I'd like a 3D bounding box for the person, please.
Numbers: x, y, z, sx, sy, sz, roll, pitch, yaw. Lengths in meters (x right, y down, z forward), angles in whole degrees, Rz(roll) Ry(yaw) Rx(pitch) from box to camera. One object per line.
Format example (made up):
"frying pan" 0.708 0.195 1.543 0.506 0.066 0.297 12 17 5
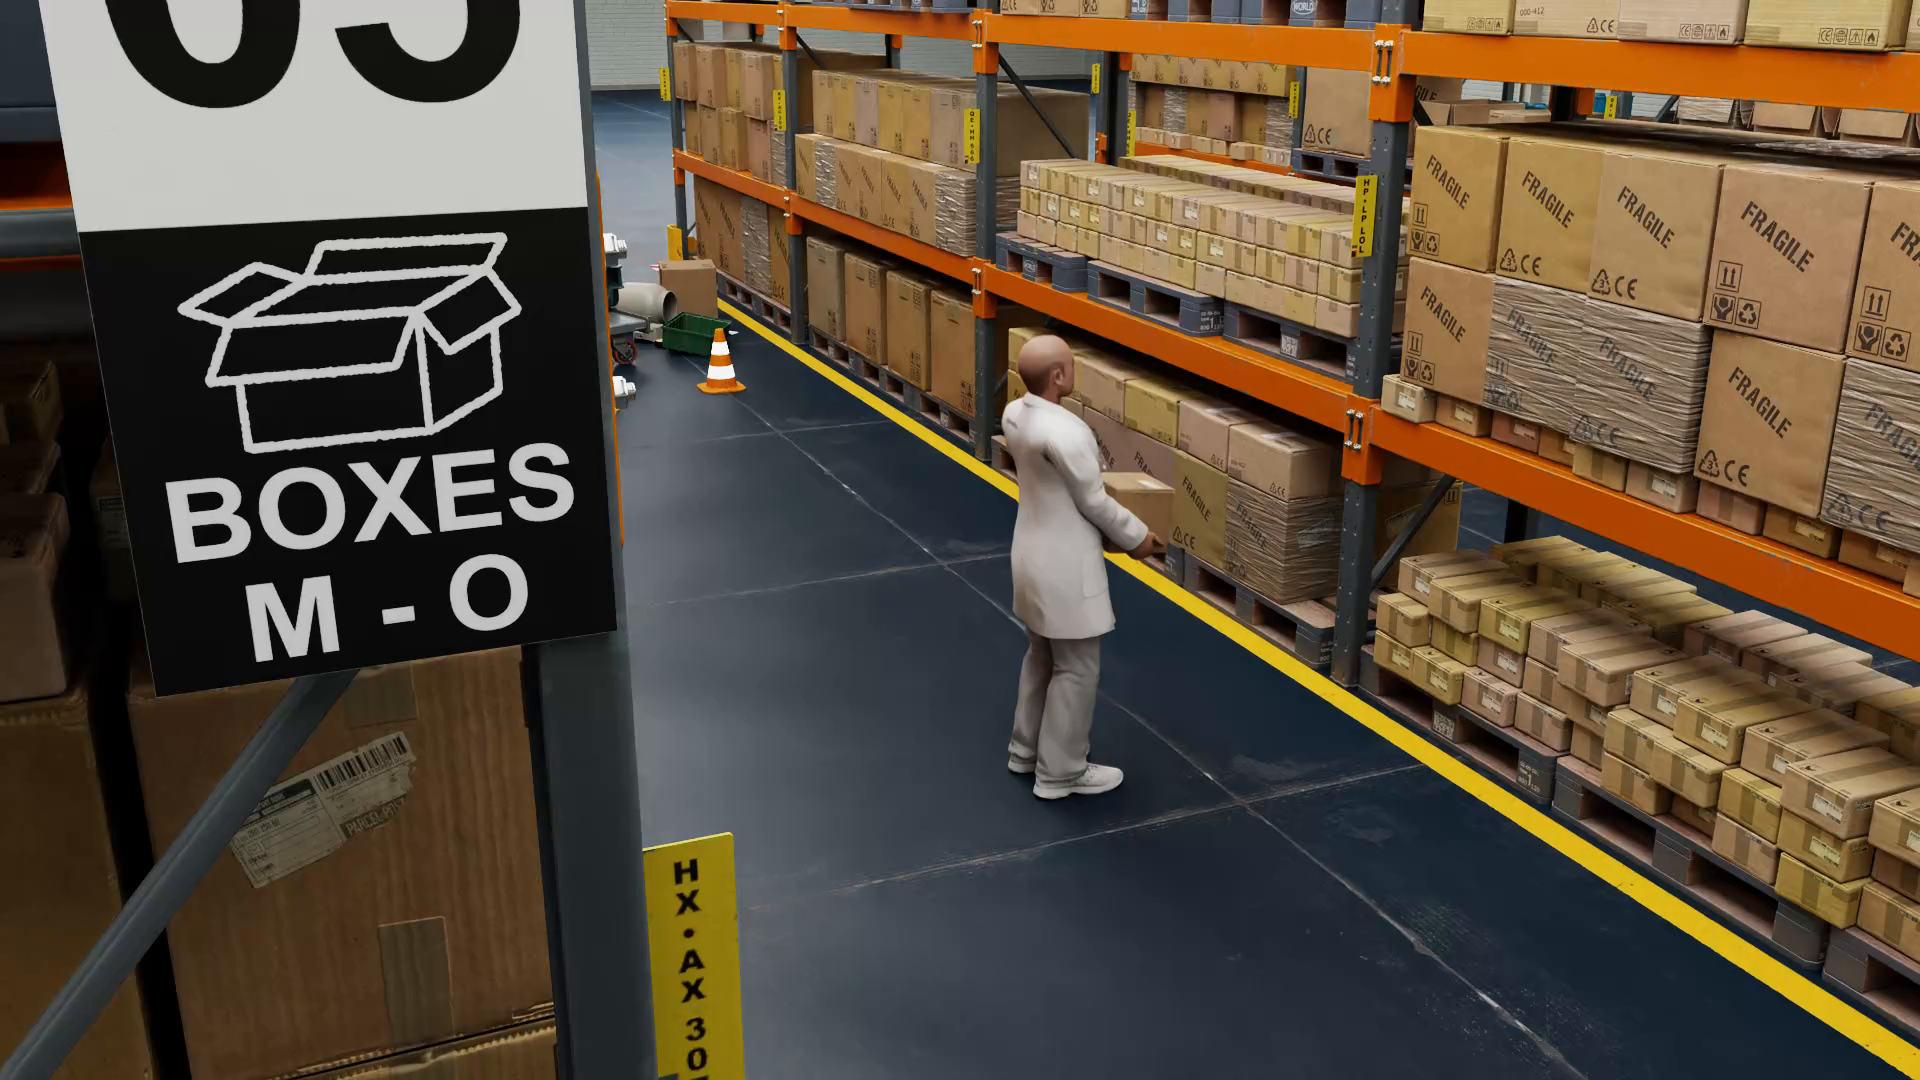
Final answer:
"person" 0.465 0.084 6.340 0.550 1.772 0.529 -7 20 -21
